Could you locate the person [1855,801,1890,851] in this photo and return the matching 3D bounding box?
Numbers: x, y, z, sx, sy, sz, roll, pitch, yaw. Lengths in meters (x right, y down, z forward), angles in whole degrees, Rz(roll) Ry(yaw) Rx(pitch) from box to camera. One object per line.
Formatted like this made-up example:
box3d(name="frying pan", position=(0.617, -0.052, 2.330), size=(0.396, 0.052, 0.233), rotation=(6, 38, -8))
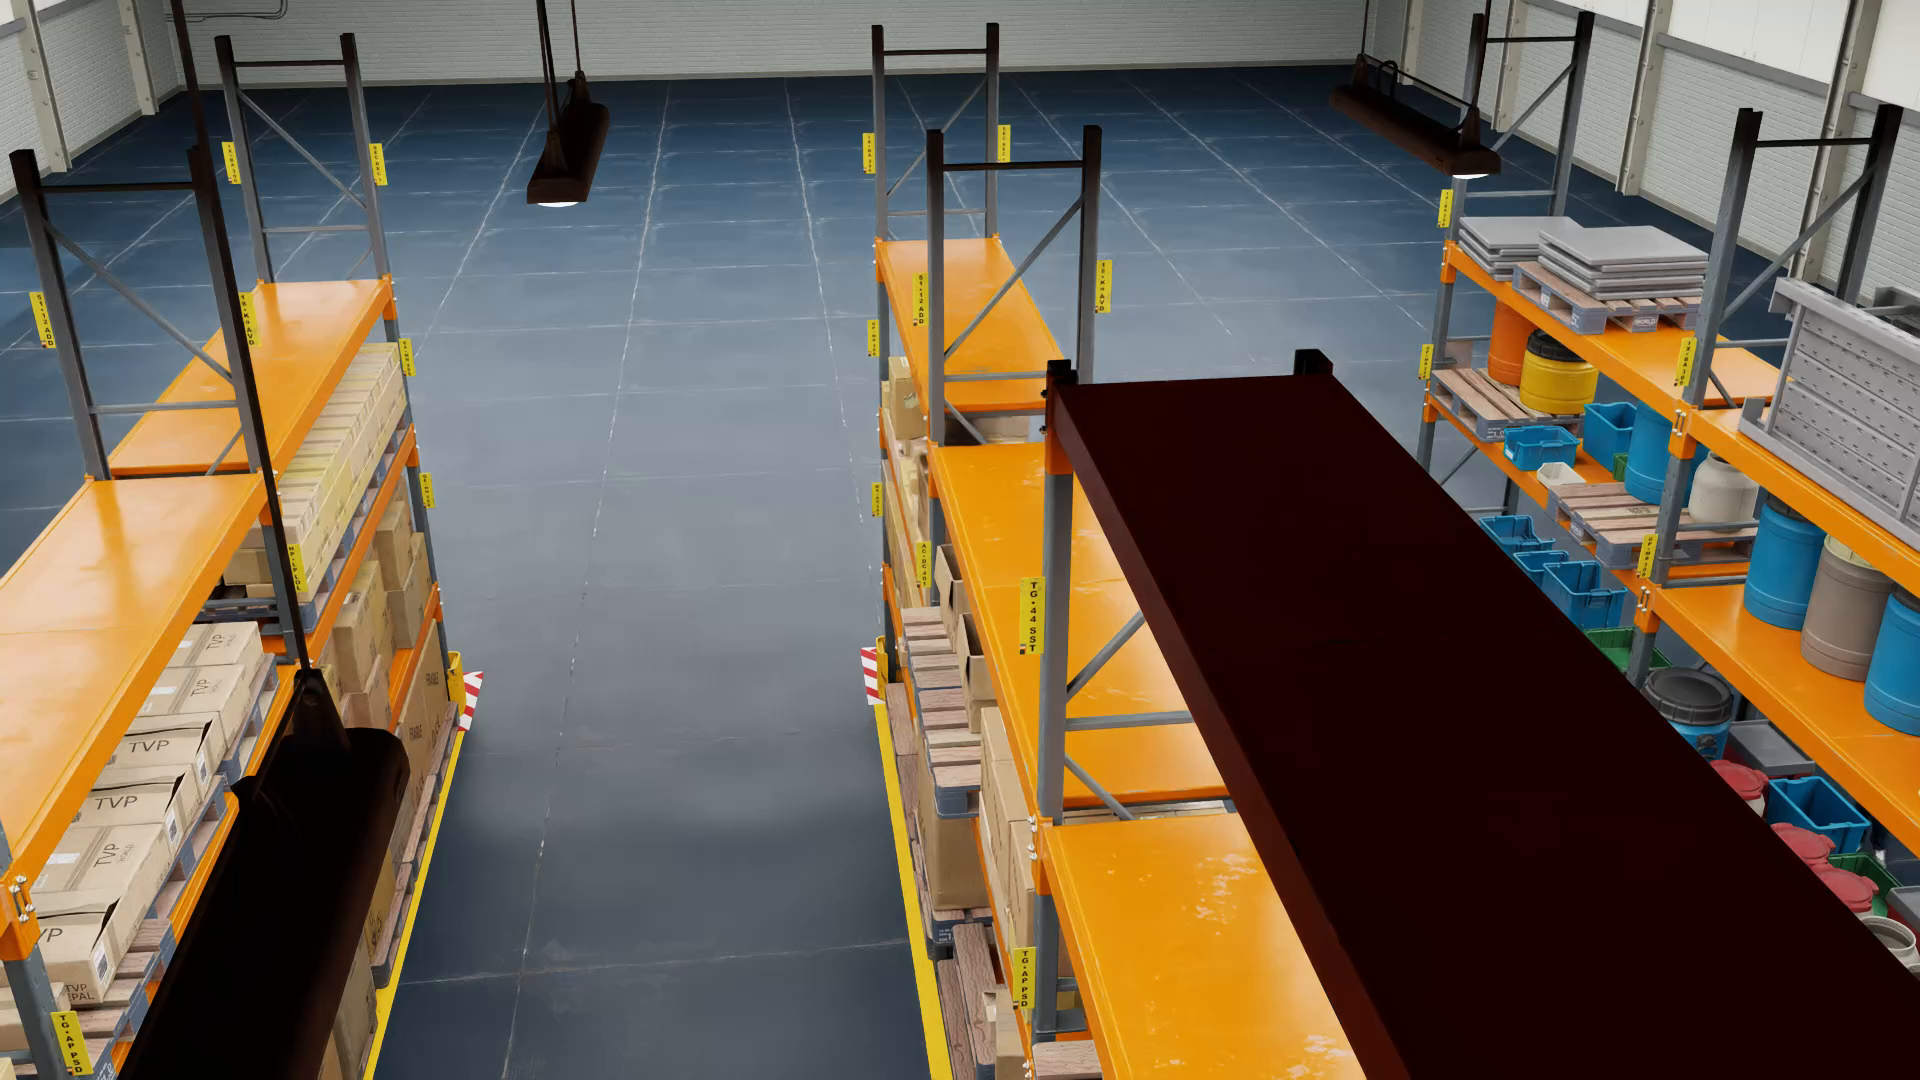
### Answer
box3d(name="person", position=(0.141, 4.222, 5.444), size=(19.491, 3.479, 8.860), rotation=(-11, 28, -22))
